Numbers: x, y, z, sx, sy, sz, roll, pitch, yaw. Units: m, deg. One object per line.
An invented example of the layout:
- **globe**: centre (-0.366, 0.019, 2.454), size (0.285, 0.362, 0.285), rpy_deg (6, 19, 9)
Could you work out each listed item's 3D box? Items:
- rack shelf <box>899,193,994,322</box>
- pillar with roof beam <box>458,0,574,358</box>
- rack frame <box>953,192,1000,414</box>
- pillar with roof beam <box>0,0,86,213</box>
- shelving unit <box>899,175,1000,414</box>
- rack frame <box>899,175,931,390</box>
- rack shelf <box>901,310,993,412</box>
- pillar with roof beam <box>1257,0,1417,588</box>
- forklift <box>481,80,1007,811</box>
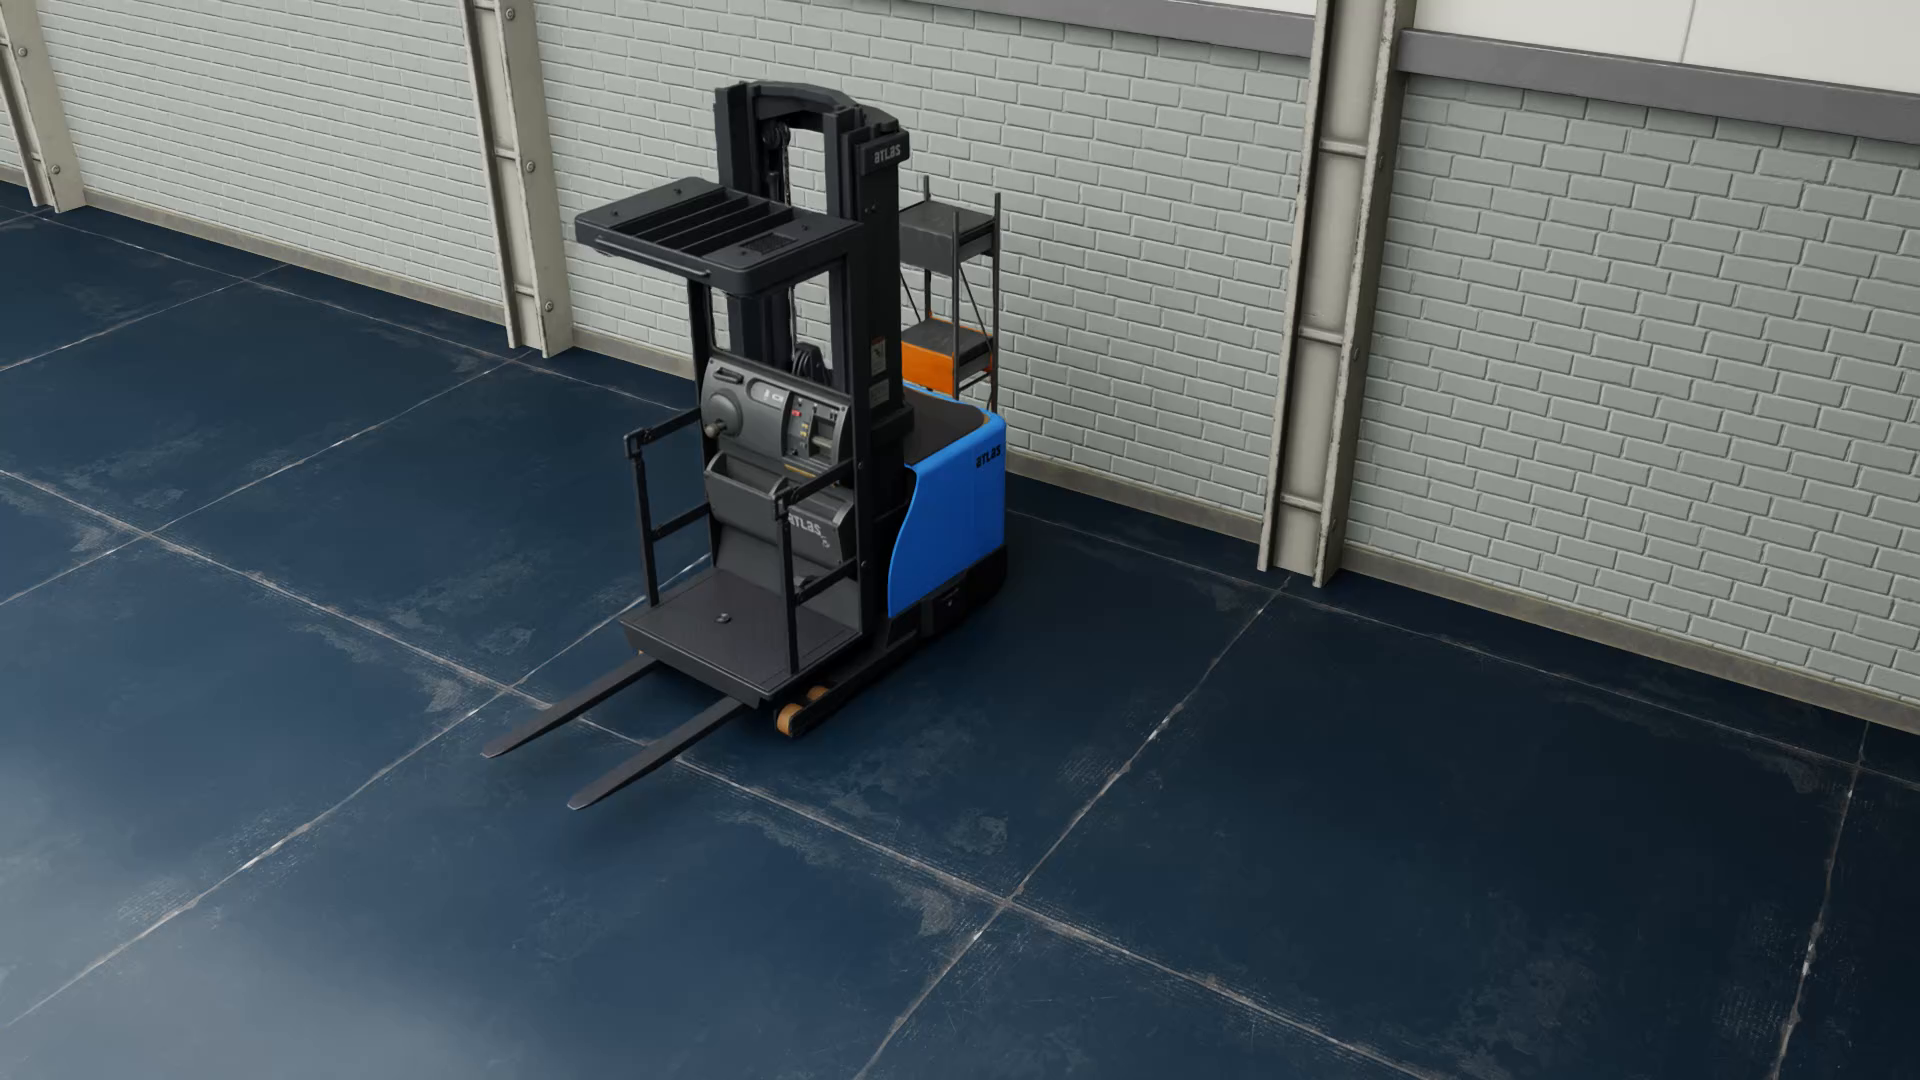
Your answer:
- **rack shelf**: centre (-0.103, -1.557, 9.145), size (0.480, 0.518, 0.431), rpy_deg (21, 36, 32)
- **pillar with roof beam**: centre (-5.402, -3.501, 6.994), size (0.400, 9.000, 9.100), rpy_deg (18, 35, 27)
- **rack frame**: centre (0.091, -0.890, 9.364), size (0.015, 2.100, 0.400), rpy_deg (21, 36, 32)
- **pillar with roof beam**: centre (-10.484, -5.108, 9.749), size (0.400, 9.000, 9.100), rpy_deg (18, 35, 27)
- **shelving unit**: centre (-0.103, -0.965, 9.492), size (0.503, 2.100, 0.431), rpy_deg (21, 36, 32)
- **rack frame**: centre (-0.298, -1.040, 9.619), size (0.015, 2.100, 0.400), rpy_deg (21, 36, 32)
- **rack shelf**: centre (-0.103, -0.953, 9.499), size (0.480, 0.518, 0.431), rpy_deg (21, 36, 32)
- **pillar with roof beam**: centre (-0.320, -1.894, 4.238), size (0.400, 9.000, 9.100), rpy_deg (18, 35, 27)
- **forklift**: centre (-1.042, -0.571, 7.992), size (1.130, 2.935, 3.031), rpy_deg (22, 37, 32)
